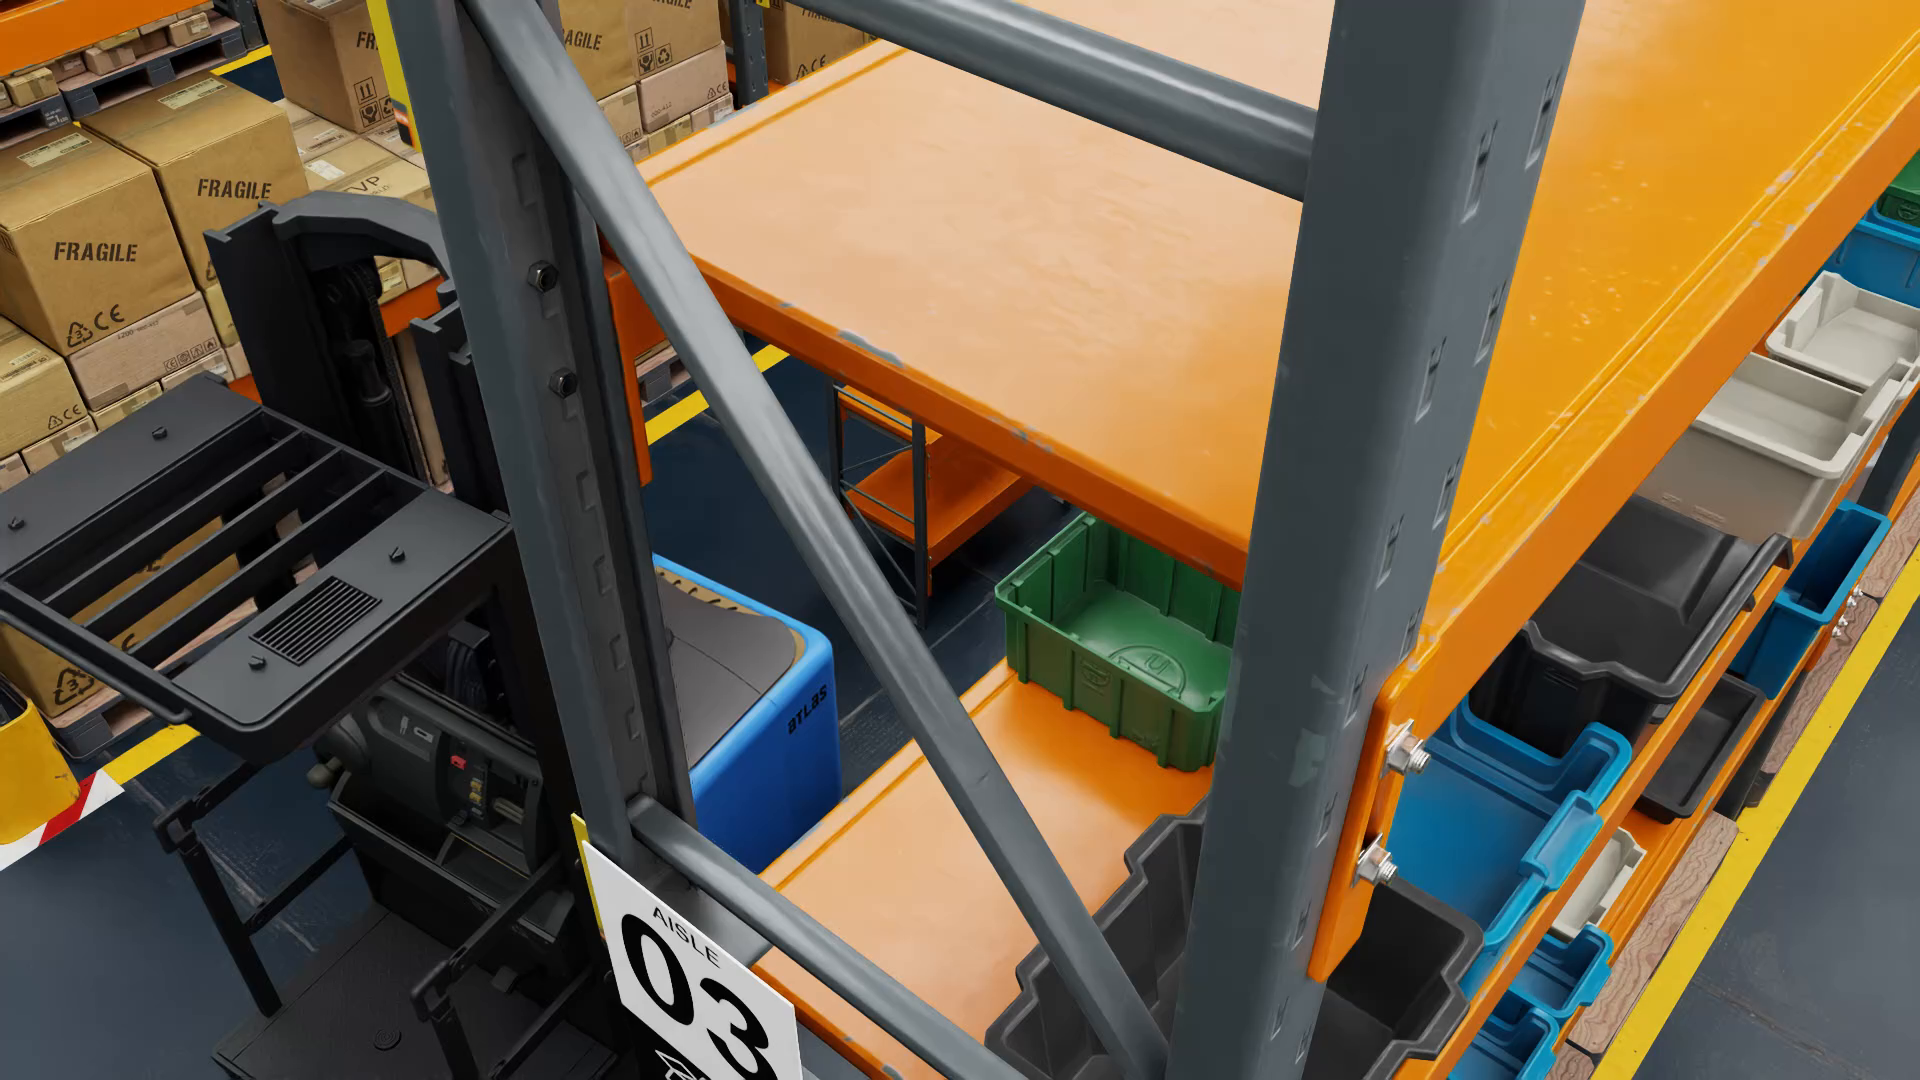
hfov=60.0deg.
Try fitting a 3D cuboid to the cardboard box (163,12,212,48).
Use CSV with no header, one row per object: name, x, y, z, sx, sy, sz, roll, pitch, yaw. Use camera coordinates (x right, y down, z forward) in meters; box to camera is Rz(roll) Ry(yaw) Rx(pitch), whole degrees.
cardboard box,-5.026,-3.321,10.662,0.380,0.149,0.250,30,50,29

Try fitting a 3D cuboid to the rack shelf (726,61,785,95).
rack shelf,-0.016,-3.134,9.185,1.077,0.370,4.000,29,50,28

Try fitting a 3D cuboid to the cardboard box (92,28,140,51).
cardboard box,-5.318,-3.191,10.298,0.380,0.149,0.250,28,49,27

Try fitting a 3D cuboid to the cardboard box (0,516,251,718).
cardboard box,-3.527,-0.045,6.519,0.875,0.875,0.875,29,50,28

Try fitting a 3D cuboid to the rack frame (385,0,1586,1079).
rack frame,-0.087,-0.386,1.168,1.000,3.000,0.127,29,50,28

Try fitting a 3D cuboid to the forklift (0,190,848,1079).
forklift,-1.619,0.695,4.489,1.130,2.935,3.031,23,47,23

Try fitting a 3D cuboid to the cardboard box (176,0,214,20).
cardboard box,-4.994,-3.481,10.617,0.380,0.149,0.250,31,50,29

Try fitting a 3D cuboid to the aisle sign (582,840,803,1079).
aisle sign,-0.357,0.782,2.411,0.394,0.787,0.004,29,50,28

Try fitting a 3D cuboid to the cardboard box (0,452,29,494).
cardboard box,-3.396,-0.258,5.673,0.380,0.149,0.250,30,50,29

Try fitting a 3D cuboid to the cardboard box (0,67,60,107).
cardboard box,-5.692,-2.788,10.076,0.380,0.149,0.250,29,50,28

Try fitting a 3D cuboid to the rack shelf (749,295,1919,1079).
rack shelf,1.201,-0.040,3.552,1.077,0.370,4.000,29,50,28

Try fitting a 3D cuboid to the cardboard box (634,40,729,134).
cardboard box,-1.387,-2.084,7.385,0.500,0.250,0.500,29,49,28

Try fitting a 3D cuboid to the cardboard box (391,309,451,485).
cardboard box,-2.368,-0.971,7.538,0.875,0.875,0.875,29,50,28

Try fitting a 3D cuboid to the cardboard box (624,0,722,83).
cardboard box,-1.394,-2.350,7.120,0.500,0.500,0.500,31,51,30

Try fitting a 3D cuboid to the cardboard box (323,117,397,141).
cardboard box,-2.459,-1.774,7.044,0.500,0.250,0.500,31,51,29

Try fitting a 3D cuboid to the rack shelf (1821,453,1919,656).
rack shelf,3.775,-0.990,6.826,1.077,0.370,4.000,29,50,28

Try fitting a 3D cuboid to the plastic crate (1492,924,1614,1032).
plastic crate,1.365,1.056,4.121,0.416,0.233,0.300,29,50,28

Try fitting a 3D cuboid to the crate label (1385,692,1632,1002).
crate label,0.755,0.443,2.596,0.408,0.251,0.502,29,50,28

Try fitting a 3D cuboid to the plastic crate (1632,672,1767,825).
plastic crate,1.973,0.546,4.762,0.437,0.125,0.590,29,50,28

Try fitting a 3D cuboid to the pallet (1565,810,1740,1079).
pallet,2.044,1.201,5.955,1.003,0.211,1.213,29,50,28

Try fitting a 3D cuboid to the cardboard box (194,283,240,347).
cardboard box,-2.706,-1.024,6.219,0.500,0.250,0.500,28,49,27

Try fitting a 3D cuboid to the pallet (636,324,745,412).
pallet,-1.853,-0.981,8.355,1.003,0.211,1.213,29,50,28

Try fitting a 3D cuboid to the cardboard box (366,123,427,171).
cardboard box,-2.046,-1.554,6.802,0.500,0.250,0.500,31,50,29

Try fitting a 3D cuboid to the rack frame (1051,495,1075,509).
rack frame,0.323,-0.674,7.338,0.500,1.125,0.032,29,50,28

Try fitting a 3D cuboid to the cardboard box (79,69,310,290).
cardboard box,-2.711,-1.300,5.966,0.500,0.500,0.500,28,49,27

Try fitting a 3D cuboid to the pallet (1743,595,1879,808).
pallet,3.016,0.426,6.807,1.003,0.211,1.213,29,50,28

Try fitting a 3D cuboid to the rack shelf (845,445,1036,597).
rack shelf,-0.004,-0.232,7.215,0.538,0.278,1.000,29,50,28

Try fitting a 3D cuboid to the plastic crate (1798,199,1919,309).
plastic crate,2.146,-0.667,3.831,0.416,0.233,0.300,29,50,28

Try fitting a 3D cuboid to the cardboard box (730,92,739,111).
cardboard box,-0.907,-2.078,8.755,1.225,0.875,0.875,30,50,29

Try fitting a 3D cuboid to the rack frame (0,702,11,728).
rack frame,-3.878,-0.311,5.545,1.000,3.000,0.127,29,50,28

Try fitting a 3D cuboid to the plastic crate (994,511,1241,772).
plastic crate,0.330,0.170,2.943,0.450,0.188,0.336,29,50,28

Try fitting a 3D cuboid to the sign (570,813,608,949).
sign,-0.518,0.532,2.465,0.100,0.325,0.005,29,50,28

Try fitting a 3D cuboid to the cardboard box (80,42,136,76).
cardboard box,-5.378,-3.060,10.375,0.380,0.149,0.250,28,49,27

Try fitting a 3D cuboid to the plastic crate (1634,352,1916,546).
plastic crate,1.576,-0.240,3.325,0.437,0.282,0.530,29,50,28

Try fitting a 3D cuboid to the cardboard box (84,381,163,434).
cardboard box,-3.068,-0.523,5.964,0.380,0.149,0.250,28,49,28

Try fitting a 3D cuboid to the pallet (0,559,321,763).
pallet,-3.423,0.275,6.973,1.003,0.211,1.213,29,50,28

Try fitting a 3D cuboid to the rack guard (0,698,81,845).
rack guard,-3.893,0.626,6.372,1.175,0.500,0.348,29,50,28

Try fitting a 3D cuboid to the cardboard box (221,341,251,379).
cardboard box,-2.737,-0.788,6.256,0.380,0.149,0.250,29,49,28

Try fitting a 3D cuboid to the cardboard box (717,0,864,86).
cardboard box,-0.816,-2.536,7.918,0.500,0.500,0.500,30,50,29

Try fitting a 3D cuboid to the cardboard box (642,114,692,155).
cardboard box,-1.415,-1.846,7.420,0.380,0.149,0.250,30,50,29

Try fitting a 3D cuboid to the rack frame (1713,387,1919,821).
rack frame,2.488,-0.226,5.452,1.000,3.000,0.127,29,50,28

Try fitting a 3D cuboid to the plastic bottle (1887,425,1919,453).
plastic bottle,3.313,-0.442,5.781,0.152,0.276,0.135,29,50,28

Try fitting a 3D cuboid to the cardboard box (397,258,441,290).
cardboard box,-2.240,-1.187,6.694,0.380,0.149,0.250,30,50,29

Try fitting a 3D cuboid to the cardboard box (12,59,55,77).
cardboard box,-5.703,-2.964,10.049,0.380,0.149,0.250,31,51,29

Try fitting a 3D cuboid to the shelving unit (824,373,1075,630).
shelving unit,-0.004,-0.413,7.050,0.538,1.125,1.048,29,50,28

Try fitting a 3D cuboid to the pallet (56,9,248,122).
pallet,-5.440,-3.177,10.770,1.003,0.211,1.213,29,50,28

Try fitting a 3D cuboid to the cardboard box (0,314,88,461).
cardboard box,-3.362,-0.496,5.638,0.500,0.250,0.500,28,49,27
